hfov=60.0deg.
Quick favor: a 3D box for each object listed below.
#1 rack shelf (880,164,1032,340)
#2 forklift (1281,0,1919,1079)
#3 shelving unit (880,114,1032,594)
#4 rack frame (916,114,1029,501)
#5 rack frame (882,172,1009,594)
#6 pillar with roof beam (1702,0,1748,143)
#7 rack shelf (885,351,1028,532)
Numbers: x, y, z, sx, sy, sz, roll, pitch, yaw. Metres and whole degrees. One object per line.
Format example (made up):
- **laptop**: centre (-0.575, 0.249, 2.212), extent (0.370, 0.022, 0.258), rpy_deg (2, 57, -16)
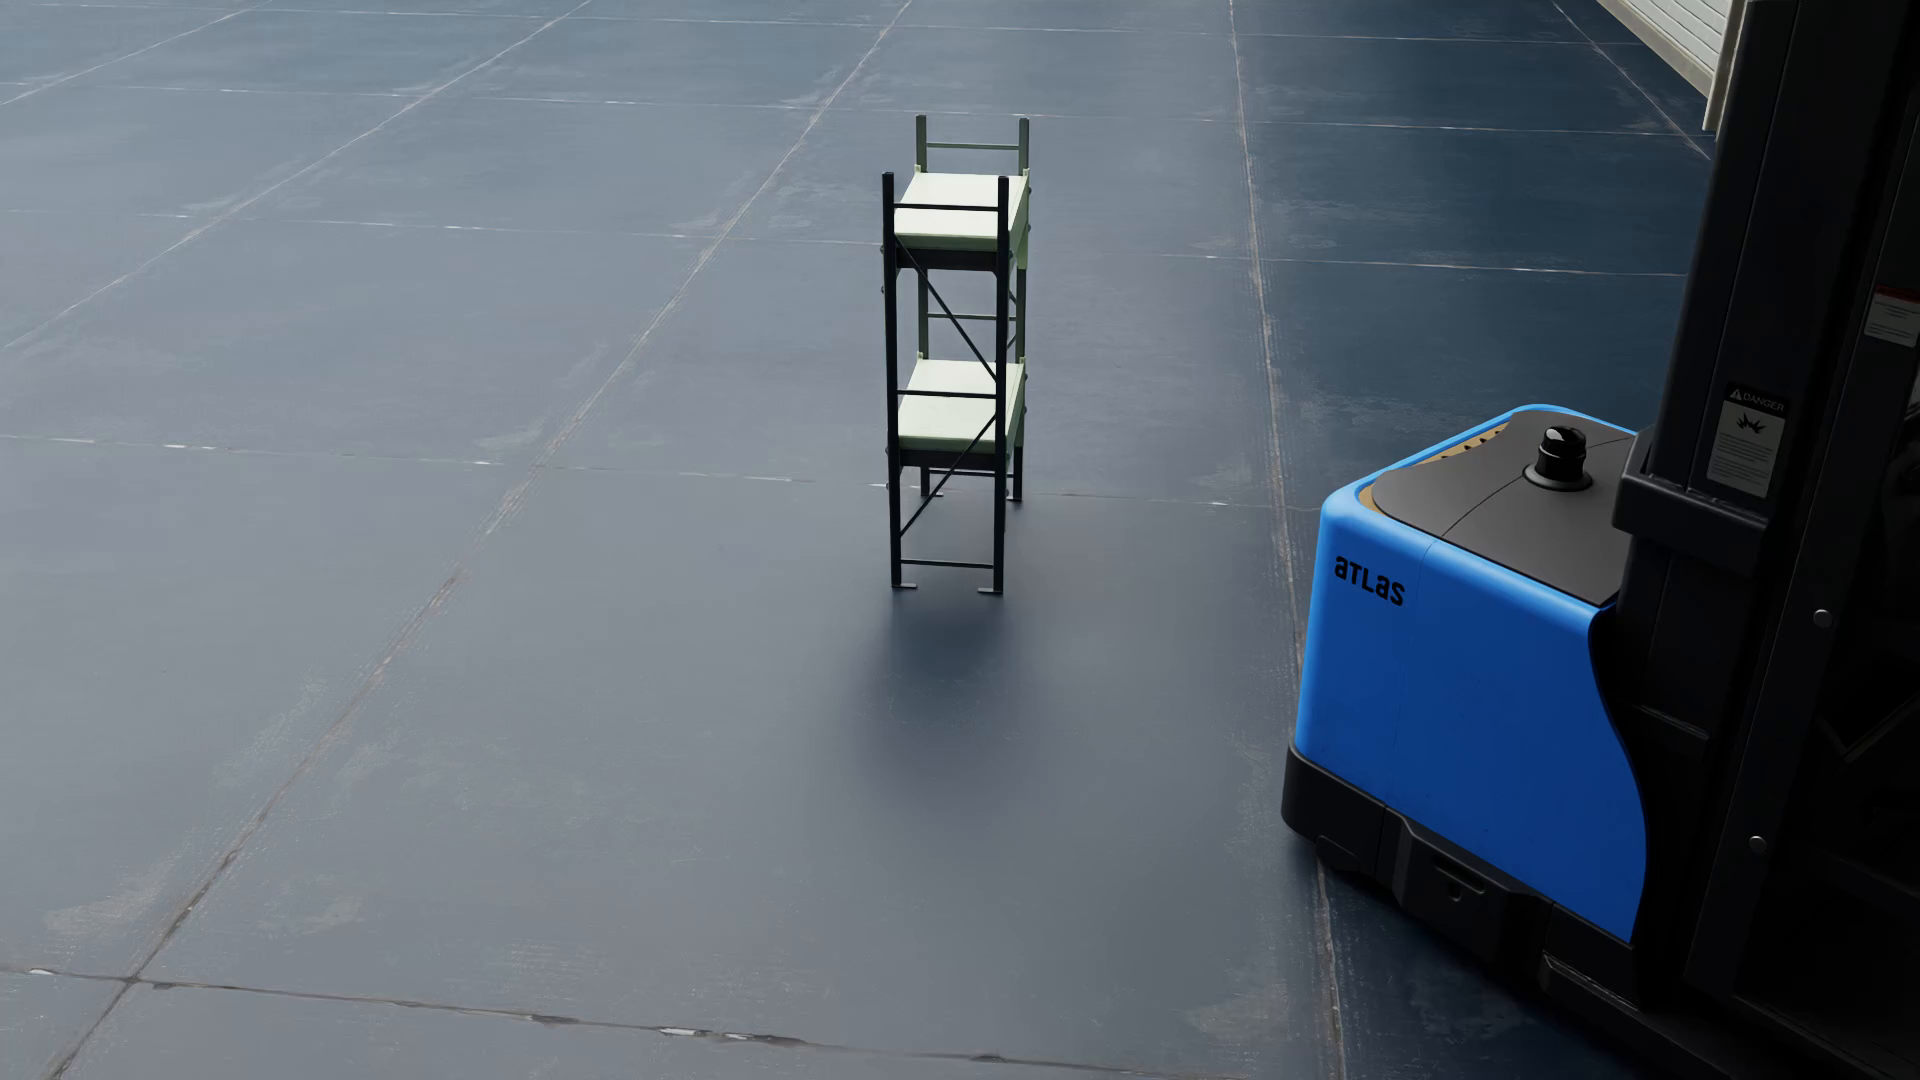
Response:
- **rack shelf**: centre (-0.001, -1.001, 5.703), extent (0.431, 0.370, 0.720), rpy_deg (3, 28, 6)
- **forklift**: centre (2.235, -0.072, 3.293), extent (1.130, 2.935, 3.031), rpy_deg (-22, 35, -35)
- **shelving unit**: centre (-0.001, -0.657, 5.888), extent (0.431, 1.500, 0.755), rpy_deg (3, 28, 6)
- **rack frame**: centre (0.044, -0.829, 6.208), extent (0.400, 1.500, 0.023), rpy_deg (3, 28, 6)
- **rack frame**: centre (-0.046, -0.485, 5.569), extent (0.400, 1.500, 0.023), rpy_deg (3, 28, 6)
- **pillar with roof beam**: centre (1.014, -6.972, 9.703), extent (9.100, 9.000, 0.400), rpy_deg (3, 28, 6)
- **rack shelf**: centre (-0.001, -0.370, 6.043), extent (0.431, 0.370, 0.720), rpy_deg (3, 28, 6)
